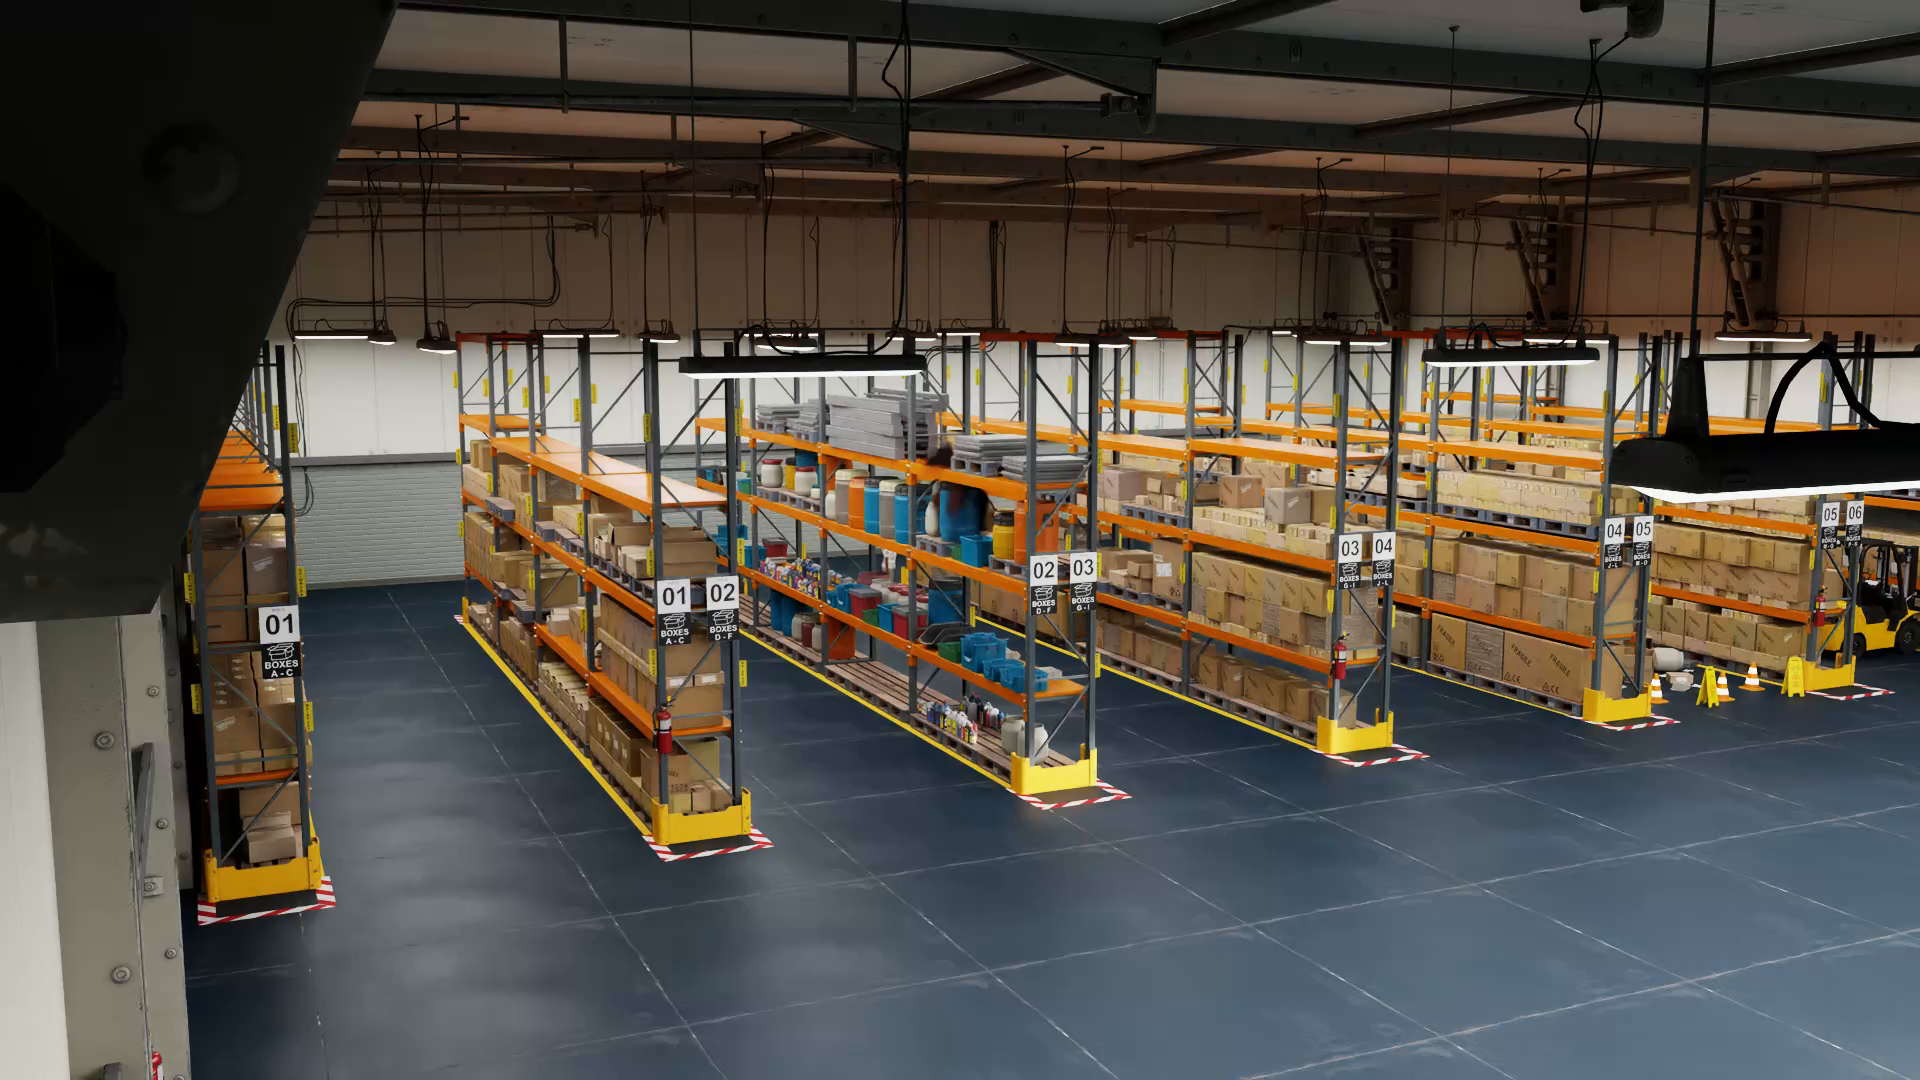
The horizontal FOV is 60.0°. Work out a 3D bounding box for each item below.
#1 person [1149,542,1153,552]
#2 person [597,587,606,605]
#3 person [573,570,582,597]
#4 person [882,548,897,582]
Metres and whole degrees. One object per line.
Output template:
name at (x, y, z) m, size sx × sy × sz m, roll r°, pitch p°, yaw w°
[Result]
person at (4.916, -0.114, 41.690) m, size 0.489 × 1.676 × 0.638 m, roll 1°, pitch 8°, yaw 10°
person at (-6.881, 1.138, 31.976) m, size 0.596 × 1.730 × 1.060 m, roll -4°, pitch 9°, yaw -26°
person at (-8.195, 0.836, 35.062) m, size 0.426 × 1.545 × 0.874 m, roll -4°, pitch 9°, yaw -30°
person at (-1.554, 0.639, 36.164) m, size 0.394 × 1.708 × 0.508 m, roll 0°, pitch 8°, yaw -3°
